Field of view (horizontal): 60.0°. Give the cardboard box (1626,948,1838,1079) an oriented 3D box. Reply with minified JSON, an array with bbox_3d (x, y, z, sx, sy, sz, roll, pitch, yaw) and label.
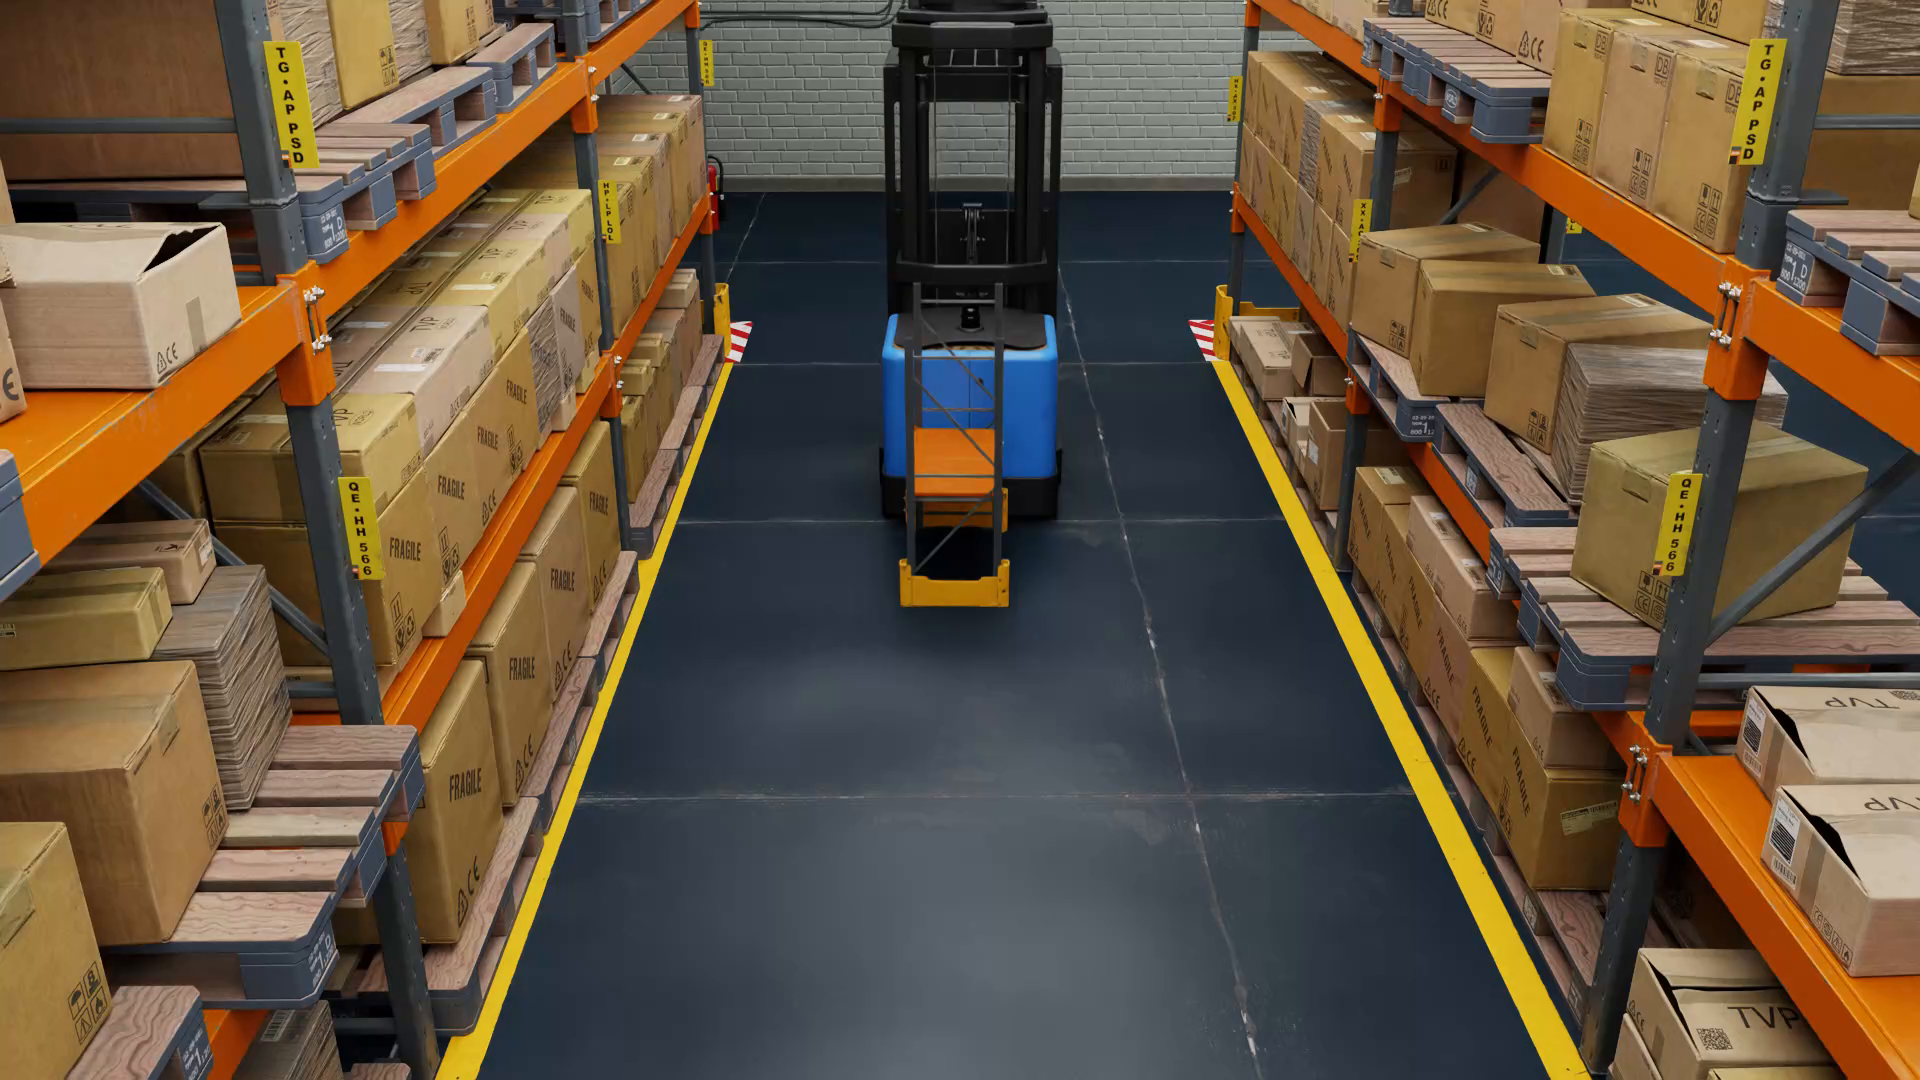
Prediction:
[{"bbox_3d":[2.369,1.466,5.016,0.500,0.311,0.500,1,24,1],"label":"cardboard box"}]

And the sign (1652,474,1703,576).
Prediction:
[{"bbox_3d":[2.114,-0.043,4.895,0.100,0.325,0.005,0,24,-1],"label":"sign"}]

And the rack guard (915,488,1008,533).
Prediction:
[{"bbox_3d":[-0.012,-0.178,9.840,0.587,0.250,0.087,0,24,1],"label":"rack guard"}]

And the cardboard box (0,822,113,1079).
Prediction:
[{"bbox_3d":[-2.246,0.927,3.405,0.700,0.500,0.500,0,24,-1],"label":"cardboard box"}]

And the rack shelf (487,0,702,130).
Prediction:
[{"bbox_3d":[-2.362,-3.045,10.076,1.077,0.370,4.000,0,24,-1],"label":"rack shelf"}]

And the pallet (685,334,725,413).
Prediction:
[{"bbox_3d":[-2.297,-1.230,12.215,1.003,0.211,1.213,0,24,-1],"label":"pallet"}]

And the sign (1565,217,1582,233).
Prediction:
[{"bbox_3d":[3.168,-1.737,8.546,0.100,0.325,0.005,0,24,-1],"label":"sign"}]

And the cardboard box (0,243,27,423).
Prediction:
[{"bbox_3d":[-2.375,-0.422,3.253,0.797,0.503,0.637,3,25,7],"label":"cardboard box"}]

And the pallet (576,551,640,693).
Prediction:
[{"bbox_3d":[-2.257,0.406,8.596,1.003,0.211,1.213,0,24,-1],"label":"pallet"}]

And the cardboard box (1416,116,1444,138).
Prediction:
[{"bbox_3d":[2.883,-2.115,9.451,0.500,0.500,0.500,-1,24,-2],"label":"cardboard box"}]

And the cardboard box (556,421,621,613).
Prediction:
[{"bbox_3d":[-2.203,-0.127,8.489,0.750,0.750,0.750,0,24,0],"label":"cardboard box"}]

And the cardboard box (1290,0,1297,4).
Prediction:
[{"bbox_3d":[2.320,-3.527,10.451,0.500,0.250,0.500,0,24,-1],"label":"cardboard box"}]

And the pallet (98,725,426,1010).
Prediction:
[{"bbox_3d":[-2.183,0.847,4.470,1.213,0.211,1.003,0,24,-1],"label":"pallet"}]

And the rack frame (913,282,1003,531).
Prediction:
[{"bbox_3d":[-0.012,-0.748,9.584,0.500,1.500,0.032,0,24,1],"label":"rack frame"}]

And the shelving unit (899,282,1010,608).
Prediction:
[{"bbox_3d":[-0.021,-0.542,9.129,0.587,1.500,1.083,0,24,1],"label":"shelving unit"}]

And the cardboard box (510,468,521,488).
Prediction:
[{"bbox_3d":[-2.092,-0.305,7.066,0.380,0.149,0.250,0,24,1],"label":"cardboard box"}]

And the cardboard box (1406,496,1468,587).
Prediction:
[{"bbox_3d":[2.385,0.004,7.692,0.500,0.250,0.500,0,24,0],"label":"cardboard box"}]

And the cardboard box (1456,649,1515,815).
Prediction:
[{"bbox_3d":[2.406,0.783,6.877,0.500,0.500,0.500,-1,24,-2],"label":"cardboard box"}]

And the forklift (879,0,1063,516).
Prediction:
[{"bbox_3d":[0.083,-2.041,10.707,1.130,2.935,3.031,0,24,1],"label":"forklift"}]

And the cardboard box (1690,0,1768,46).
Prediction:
[{"bbox_3d":[2.652,-1.815,5.149,0.500,0.500,0.500,0,24,-1],"label":"cardboard box"}]

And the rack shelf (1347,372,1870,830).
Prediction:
[{"bbox_3d":[2.635,-0.054,7.102,1.077,0.370,4.000,0,24,-1],"label":"rack shelf"}]

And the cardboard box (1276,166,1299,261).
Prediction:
[{"bbox_3d":[2.328,-2.090,10.610,0.500,0.500,0.500,0,24,0],"label":"cardboard box"}]

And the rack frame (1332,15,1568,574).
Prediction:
[{"bbox_3d":[2.613,-1.206,8.776,1.000,3.000,0.127,0,24,-1],"label":"rack frame"}]

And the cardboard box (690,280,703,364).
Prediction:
[{"bbox_3d":[-2.277,-1.595,12.159,0.700,0.500,0.500,0,24,-1],"label":"cardboard box"}]

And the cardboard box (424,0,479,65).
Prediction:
[{"bbox_3d":[-2.370,-2.202,6.684,0.700,0.500,0.500,-1,24,-2],"label":"cardboard box"}]

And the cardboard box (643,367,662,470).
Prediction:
[{"bbox_3d":[-2.248,-0.750,10.292,0.700,0.500,0.500,0,24,-1],"label":"cardboard box"}]

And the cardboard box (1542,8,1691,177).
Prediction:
[{"bbox_3d":[2.607,-1.574,5.828,0.910,0.500,0.500,0,24,-1],"label":"cardboard box"}]

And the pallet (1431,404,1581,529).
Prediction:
[{"bbox_3d":[2.631,-0.271,6.943,1.003,0.211,1.213,0,24,-1],"label":"pallet"}]

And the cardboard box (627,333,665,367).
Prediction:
[{"bbox_3d":[-2.073,-1.196,10.490,0.380,0.149,0.250,-1,24,-2],"label":"cardboard box"}]

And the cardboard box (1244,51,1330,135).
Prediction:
[{"bbox_3d":[2.310,-3.171,11.787,0.500,0.500,0.500,0,24,1],"label":"cardboard box"}]

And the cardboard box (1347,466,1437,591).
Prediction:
[{"bbox_3d":[2.374,-0.067,8.757,0.500,0.500,0.500,-1,24,-3],"label":"cardboard box"}]

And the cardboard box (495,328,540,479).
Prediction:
[{"bbox_3d":[-2.060,-0.560,6.842,0.500,0.500,0.500,0,24,1],"label":"cardboard box"}]

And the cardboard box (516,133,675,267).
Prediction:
[{"bbox_3d":[-2.350,-2.143,10.484,0.980,0.700,0.700,-1,24,-3],"label":"cardboard box"}]

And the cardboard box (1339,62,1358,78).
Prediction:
[{"bbox_3d":[2.855,-2.965,11.331,0.500,0.500,0.500,0,24,1],"label":"cardboard box"}]

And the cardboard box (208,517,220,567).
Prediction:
[{"bbox_3d":[-2.566,0.083,5.421,0.500,0.500,0.500,0,24,0],"label":"cardboard box"}]

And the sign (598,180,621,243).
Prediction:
[{"bbox_3d":[-1.798,-1.680,8.515,0.100,0.325,0.005,0,24,-1],"label":"sign"}]

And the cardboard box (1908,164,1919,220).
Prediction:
[{"bbox_3d":[2.718,-0.860,4.045,0.500,0.250,0.500,-2,24,-4],"label":"cardboard box"}]

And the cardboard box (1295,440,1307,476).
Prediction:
[{"bbox_3d":[2.259,-0.495,10.130,0.380,0.149,0.250,0,24,-1],"label":"cardboard box"}]

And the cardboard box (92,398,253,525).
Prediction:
[{"bbox_3d":[-2.561,-0.251,5.249,0.500,0.250,0.500,0,24,1],"label":"cardboard box"}]

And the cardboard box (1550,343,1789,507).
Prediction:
[{"bbox_3d":[2.718,-0.431,6.432,0.700,0.500,0.500,4,25,9],"label":"cardboard box"}]

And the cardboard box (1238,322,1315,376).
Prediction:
[{"bbox_3d":[2.297,-1.370,11.942,0.500,0.250,0.500,0,24,-1],"label":"cardboard box"}]

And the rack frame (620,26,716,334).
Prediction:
[{"bbox_3d":[-2.384,-2.830,12.368,1.000,3.000,0.127,0,24,-1],"label":"rack frame"}]

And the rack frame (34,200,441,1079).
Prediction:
[{"bbox_3d":[-2.297,0.466,5.079,1.000,3.000,0.127,0,24,-1],"label":"rack frame"}]

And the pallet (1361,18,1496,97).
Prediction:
[{"bbox_3d":[2.550,-2.218,7.602,1.213,0.211,1.003,0,24,-1],"label":"pallet"}]

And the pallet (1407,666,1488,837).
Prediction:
[{"bbox_3d":[2.676,0.904,7.496,1.003,0.211,1.213,0,24,-1],"label":"pallet"}]

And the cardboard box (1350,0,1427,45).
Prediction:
[{"bbox_3d":[2.342,-2.703,8.629,0.500,0.250,0.500,0,24,-1],"label":"cardboard box"}]

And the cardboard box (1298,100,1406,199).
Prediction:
[{"bbox_3d":[2.335,-2.333,9.933,0.500,0.500,0.500,0,24,0],"label":"cardboard box"}]

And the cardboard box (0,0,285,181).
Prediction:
[{"bbox_3d":[-2.359,-1.342,4.782,0.700,0.500,0.500,-2,24,-5],"label":"cardboard box"}]

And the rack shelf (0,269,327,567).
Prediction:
[{"bbox_3d":[-2.275,0.252,2.787,1.077,0.370,4.000,0,24,-1],"label":"rack shelf"}]

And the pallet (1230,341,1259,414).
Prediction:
[{"bbox_3d":[2.580,-1.223,12.199,1.003,0.211,1.213,0,24,-1],"label":"pallet"}]

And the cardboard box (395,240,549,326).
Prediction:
[{"bbox_3d":[-2.078,-1.102,7.129,0.500,0.250,0.500,0,24,0],"label":"cardboard box"}]

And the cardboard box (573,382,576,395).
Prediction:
[{"bbox_3d":[-2.070,-0.728,8.000,0.380,0.149,0.250,0,24,1],"label":"cardboard box"}]

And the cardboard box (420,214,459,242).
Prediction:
[{"bbox_3d":[-2.584,-1.308,7.584,0.500,0.250,0.500,0,24,0],"label":"cardboard box"}]
